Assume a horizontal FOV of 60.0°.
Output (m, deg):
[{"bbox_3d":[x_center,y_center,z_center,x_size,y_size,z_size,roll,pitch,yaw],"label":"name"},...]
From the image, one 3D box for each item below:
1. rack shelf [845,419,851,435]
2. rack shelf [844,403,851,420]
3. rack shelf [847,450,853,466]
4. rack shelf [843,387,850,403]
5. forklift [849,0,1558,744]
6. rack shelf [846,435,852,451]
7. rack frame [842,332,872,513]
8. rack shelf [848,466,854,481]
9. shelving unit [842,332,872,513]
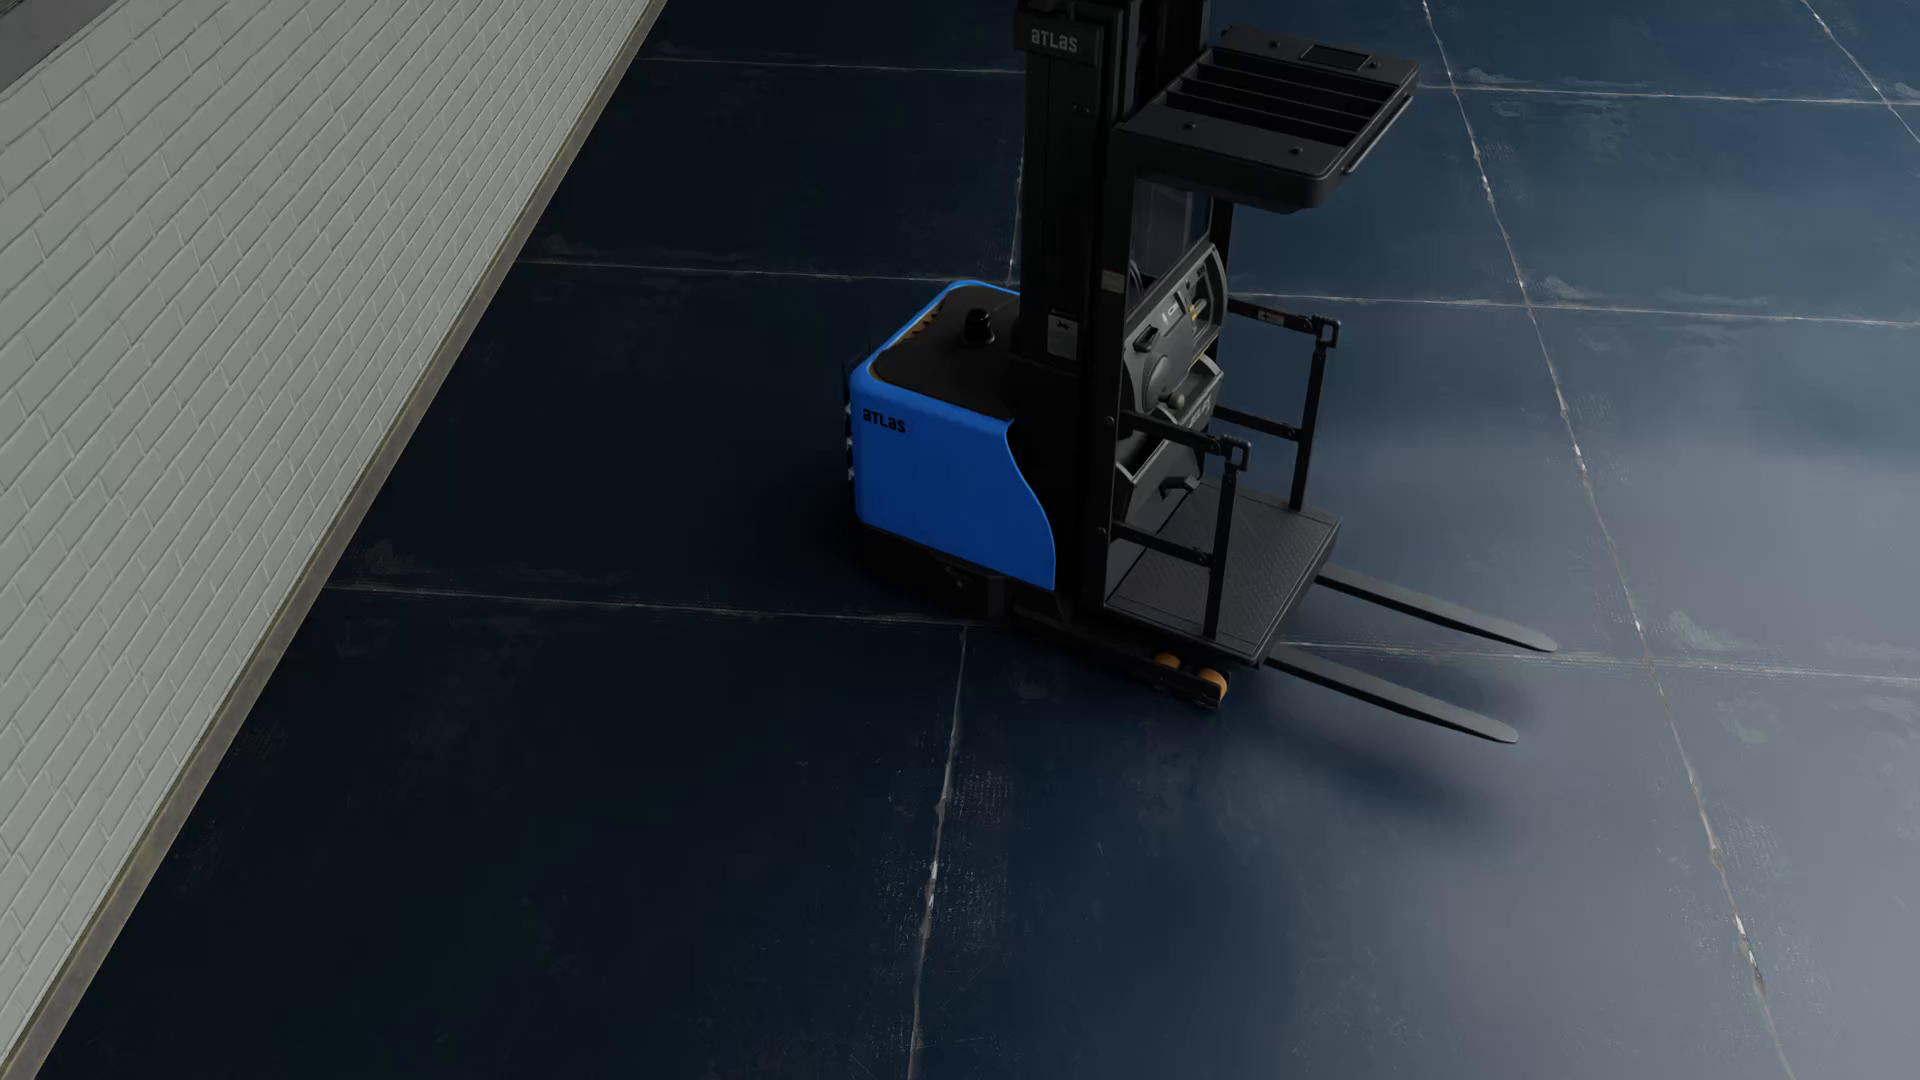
[{"bbox_3d":[-0.385,-0.556,7.801,0.200,0.077,0.258,20,43,22],"label":"rack shelf"},{"bbox_3d":[-0.385,-0.626,7.745,0.200,0.077,0.258,20,43,22],"label":"rack shelf"},{"bbox_3d":[-0.385,-0.417,7.915,0.200,0.077,0.258,20,43,22],"label":"rack shelf"},{"bbox_3d":[-0.385,-0.696,7.688,0.200,0.077,0.258,20,43,22],"label":"rack shelf"},{"bbox_3d":[1.046,-0.813,6.598,3.031,2.935,1.130,20,43,22],"label":"forklift"},{"bbox_3d":[-0.385,-0.487,7.858,0.200,0.077,0.258,20,43,22],"label":"rack shelf"},{"bbox_3d":[-0.474,-0.544,7.876,0.006,0.900,0.240,20,43,22],"label":"rack frame"},{"bbox_3d":[-0.385,-0.347,7.972,0.200,0.077,0.258,20,43,22],"label":"rack shelf"},{"bbox_3d":[-0.385,-0.512,7.837,0.210,0.900,0.258,20,43,22],"label":"shelving unit"}]
